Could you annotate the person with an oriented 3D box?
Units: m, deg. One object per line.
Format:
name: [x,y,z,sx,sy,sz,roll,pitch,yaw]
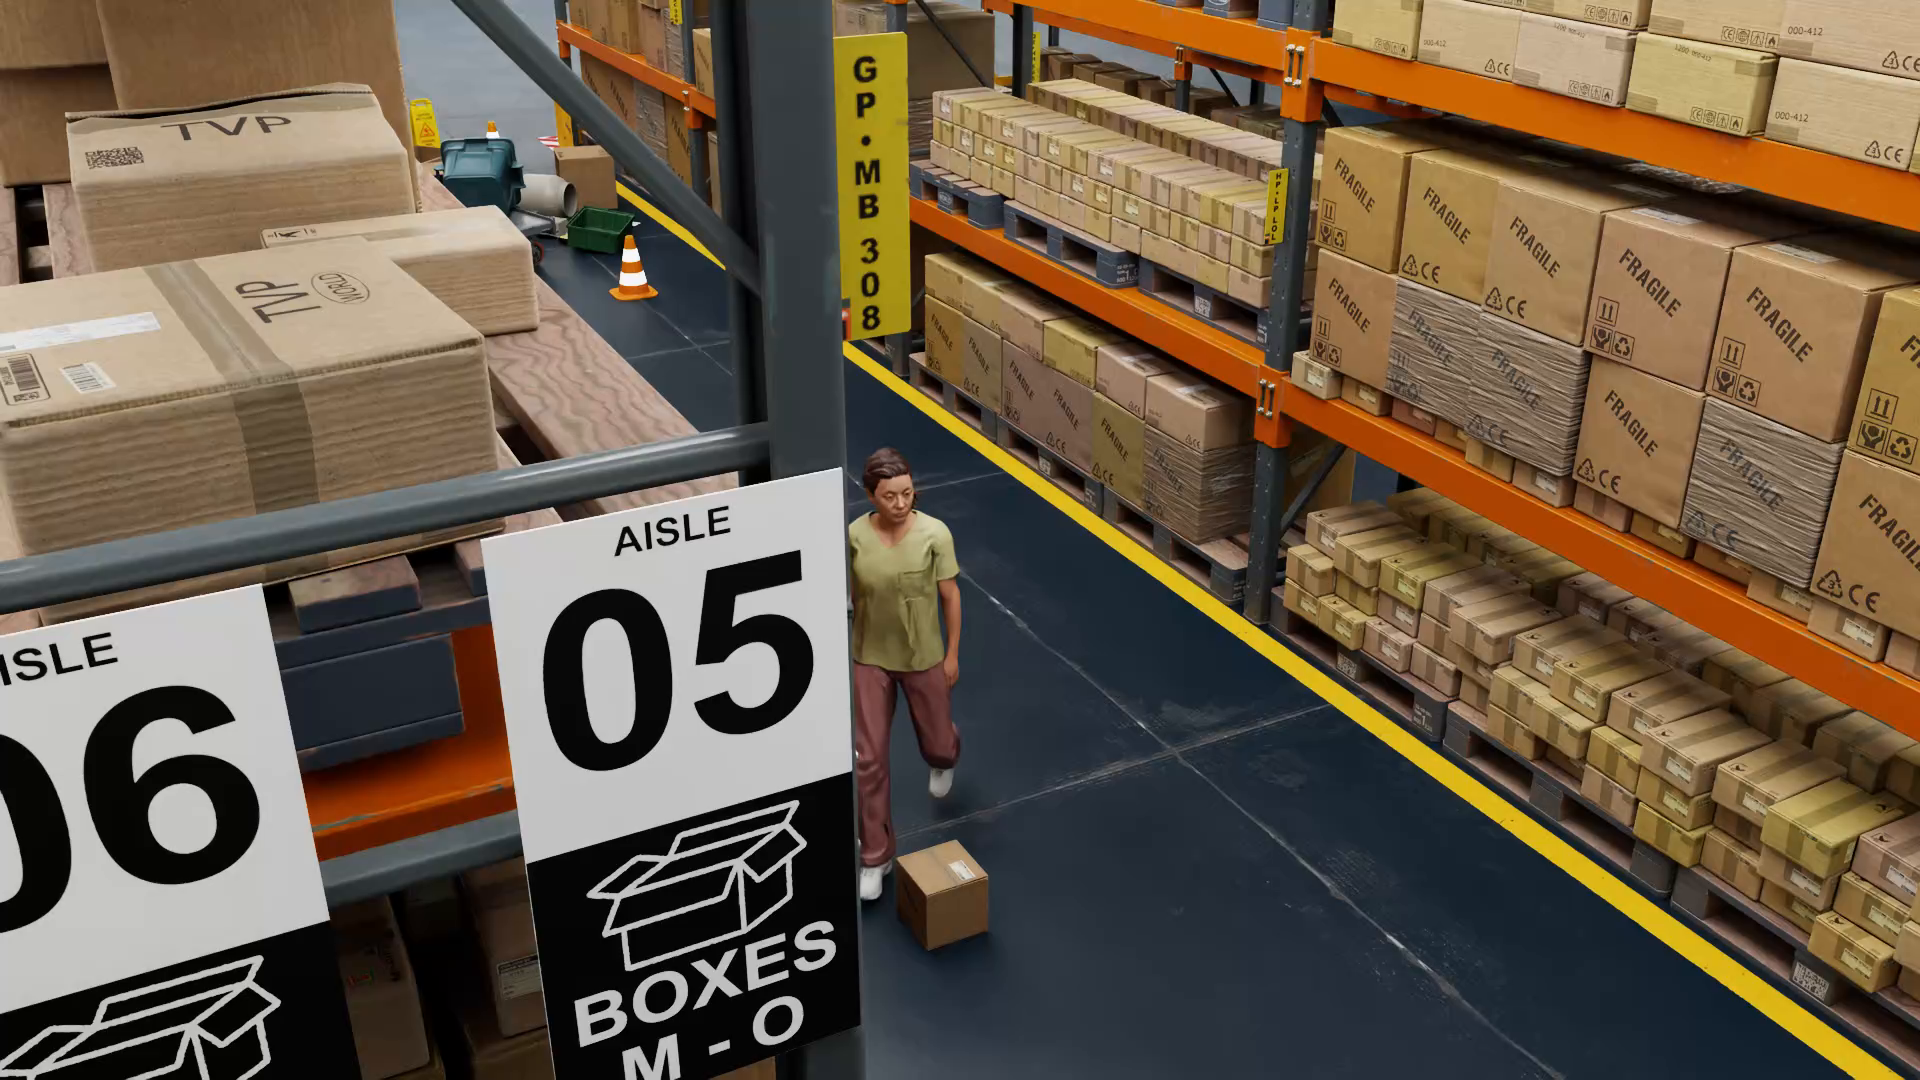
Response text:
person: [-0.231,0.451,6.204,0.464,1.629,0.896,2,26,4]
